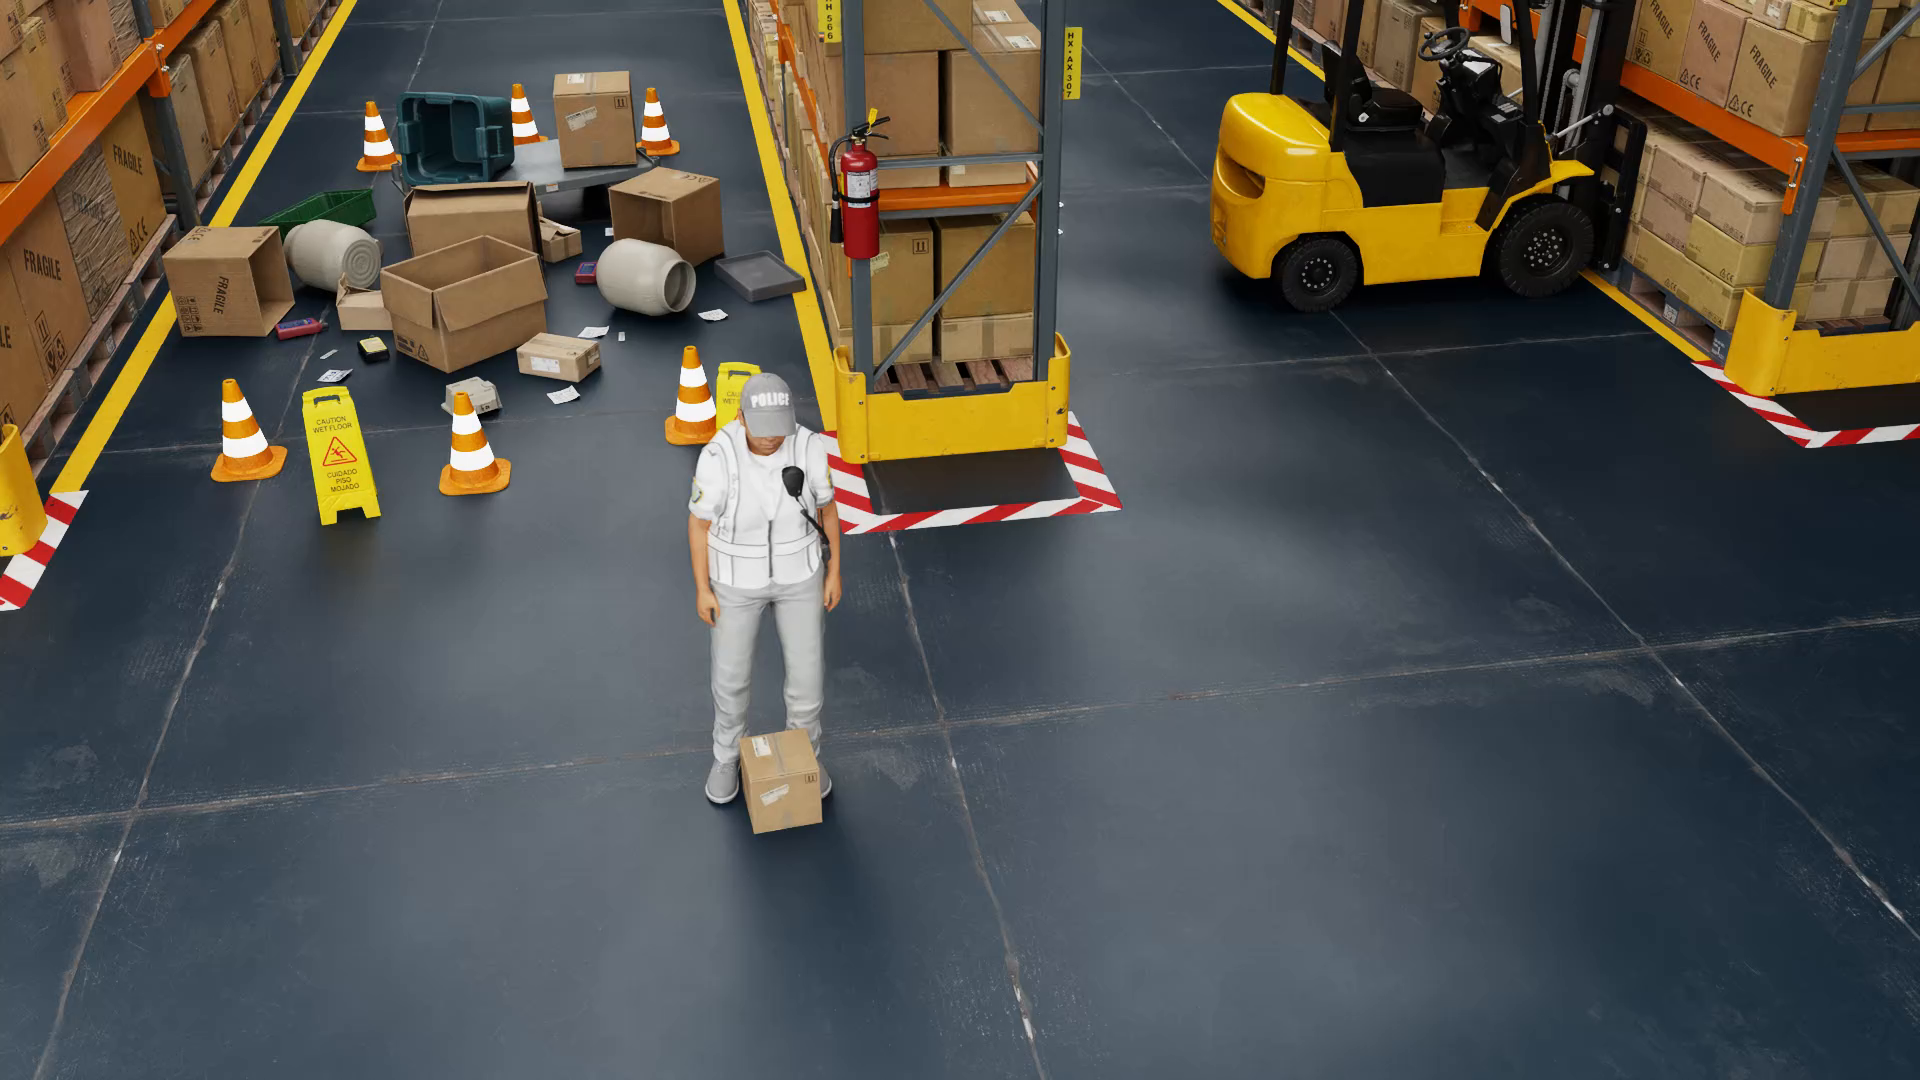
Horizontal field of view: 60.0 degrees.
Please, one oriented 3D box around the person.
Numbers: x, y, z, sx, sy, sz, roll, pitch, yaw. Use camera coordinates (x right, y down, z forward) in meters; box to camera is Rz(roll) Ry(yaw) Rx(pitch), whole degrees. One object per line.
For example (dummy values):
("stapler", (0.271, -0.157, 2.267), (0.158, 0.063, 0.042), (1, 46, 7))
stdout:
("person", (-0.687, 0.157, 5.863), (0.563, 1.665, 0.470), (-7, 32, -12))
